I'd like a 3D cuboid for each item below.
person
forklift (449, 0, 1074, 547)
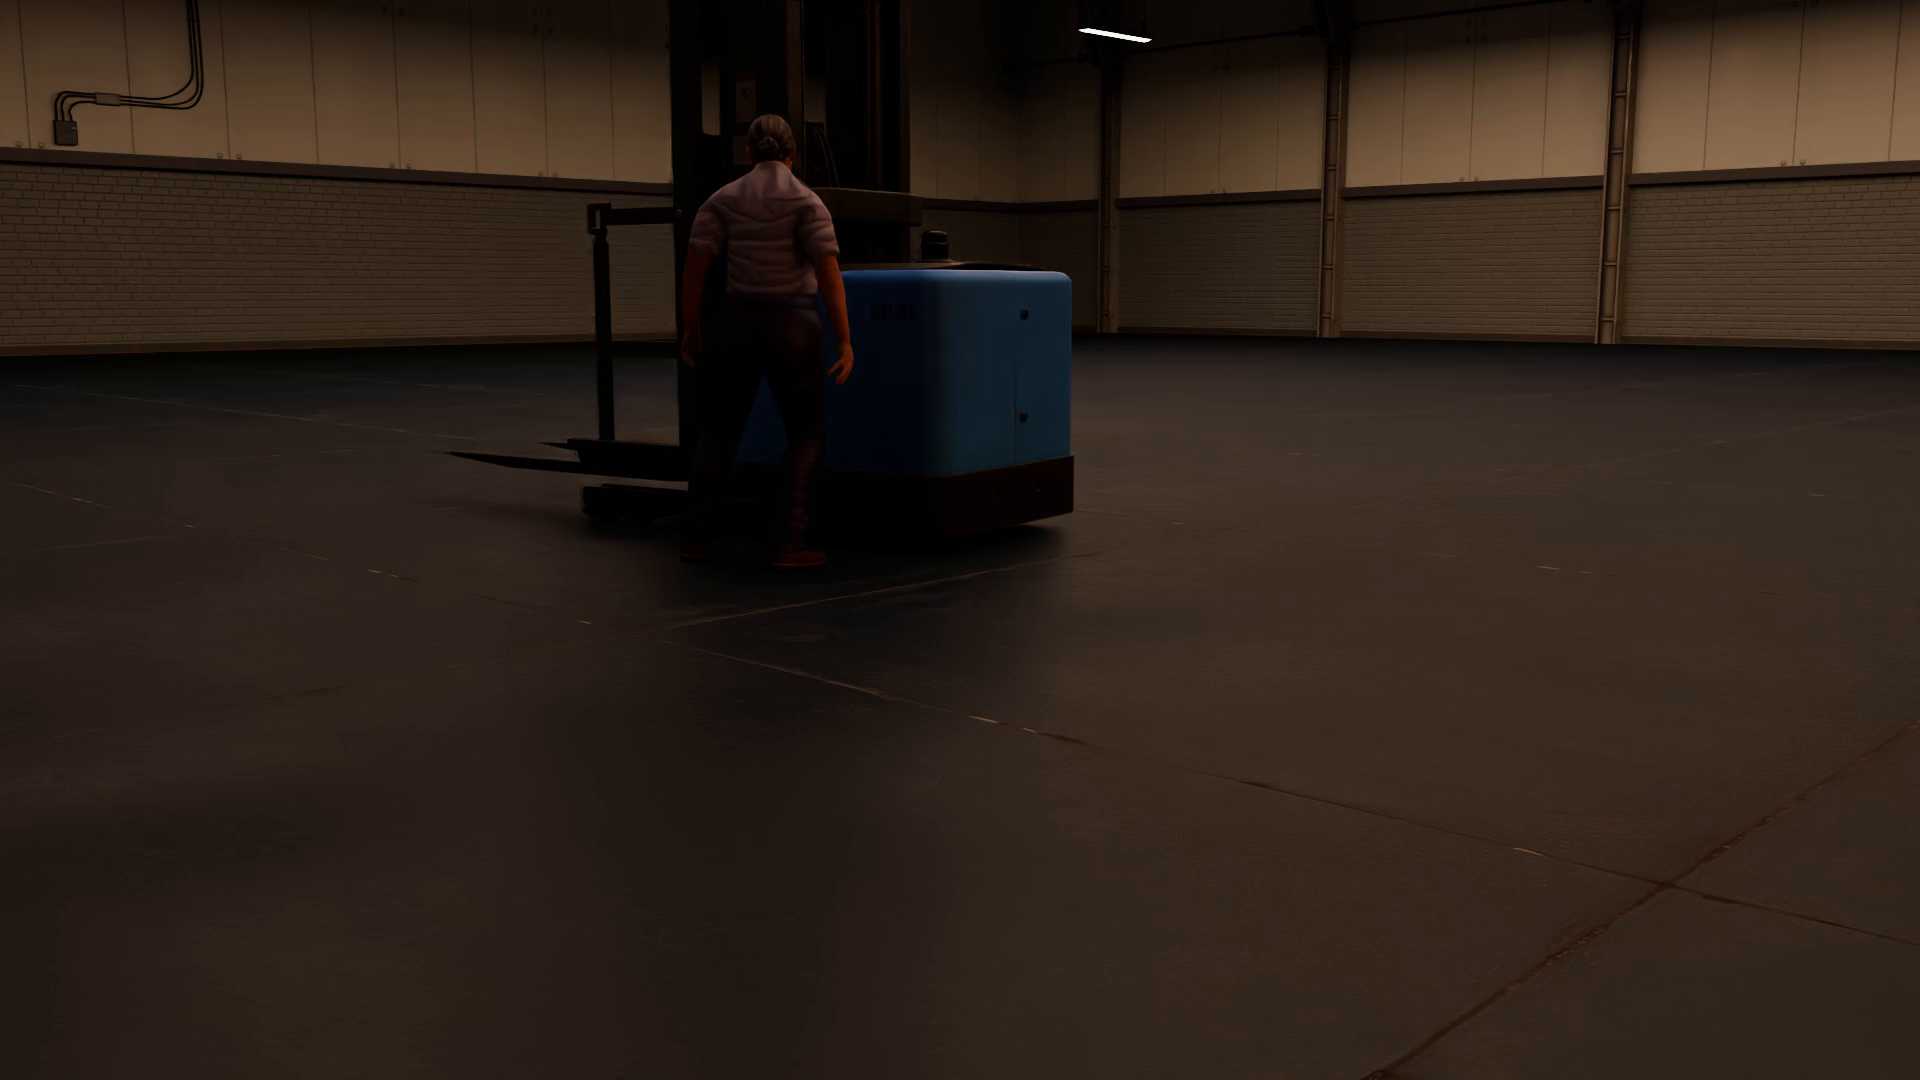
[{"bbox_3d":[-0.724,-0.711,6.007,0.766,1.627,0.374,3,9,18],"label":"person"},{"bbox_3d":[-1.027,-1.566,7.275,3.031,2.935,1.130,6,10,34],"label":"forklift"}]
